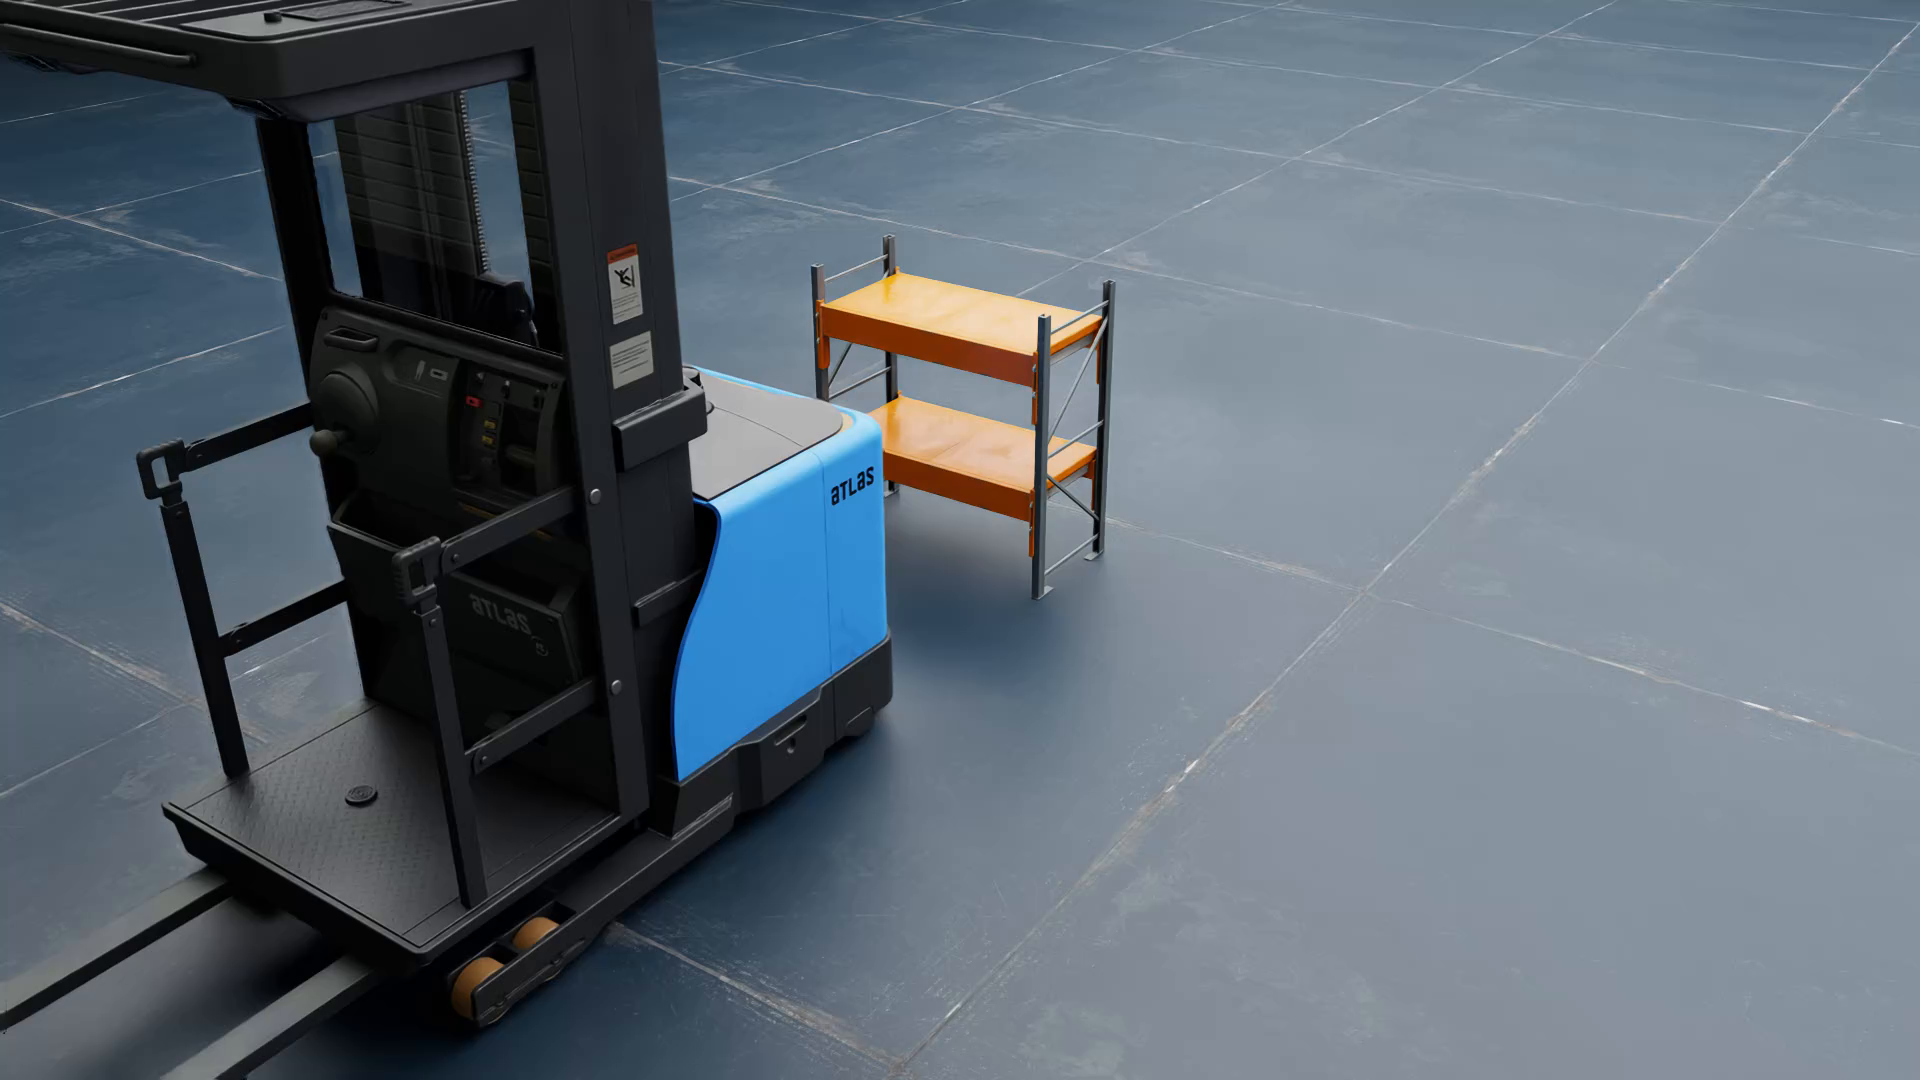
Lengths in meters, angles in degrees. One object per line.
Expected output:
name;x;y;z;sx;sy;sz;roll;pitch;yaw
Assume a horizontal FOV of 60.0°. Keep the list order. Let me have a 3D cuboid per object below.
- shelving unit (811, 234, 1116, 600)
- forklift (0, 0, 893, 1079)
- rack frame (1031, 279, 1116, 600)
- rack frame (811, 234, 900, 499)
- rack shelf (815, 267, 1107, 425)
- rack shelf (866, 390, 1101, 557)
shelving unit;0.006;-0.500;6.491;1.048;1.125;0.538;17;32;30
forklift;-1.475;-0.305;4.117;1.130;2.935;3.031;17;32;30
rack frame;0.425;-0.369;6.235;0.032;1.125;0.500;17;32;30
rack frame;-0.413;-0.630;6.748;0.032;1.125;0.500;17;32;30
rack shelf;0.006;-0.760;6.359;1.000;0.278;0.538;17;32;30
rack shelf;0.006;-0.282;6.602;1.000;0.278;0.538;17;32;30
